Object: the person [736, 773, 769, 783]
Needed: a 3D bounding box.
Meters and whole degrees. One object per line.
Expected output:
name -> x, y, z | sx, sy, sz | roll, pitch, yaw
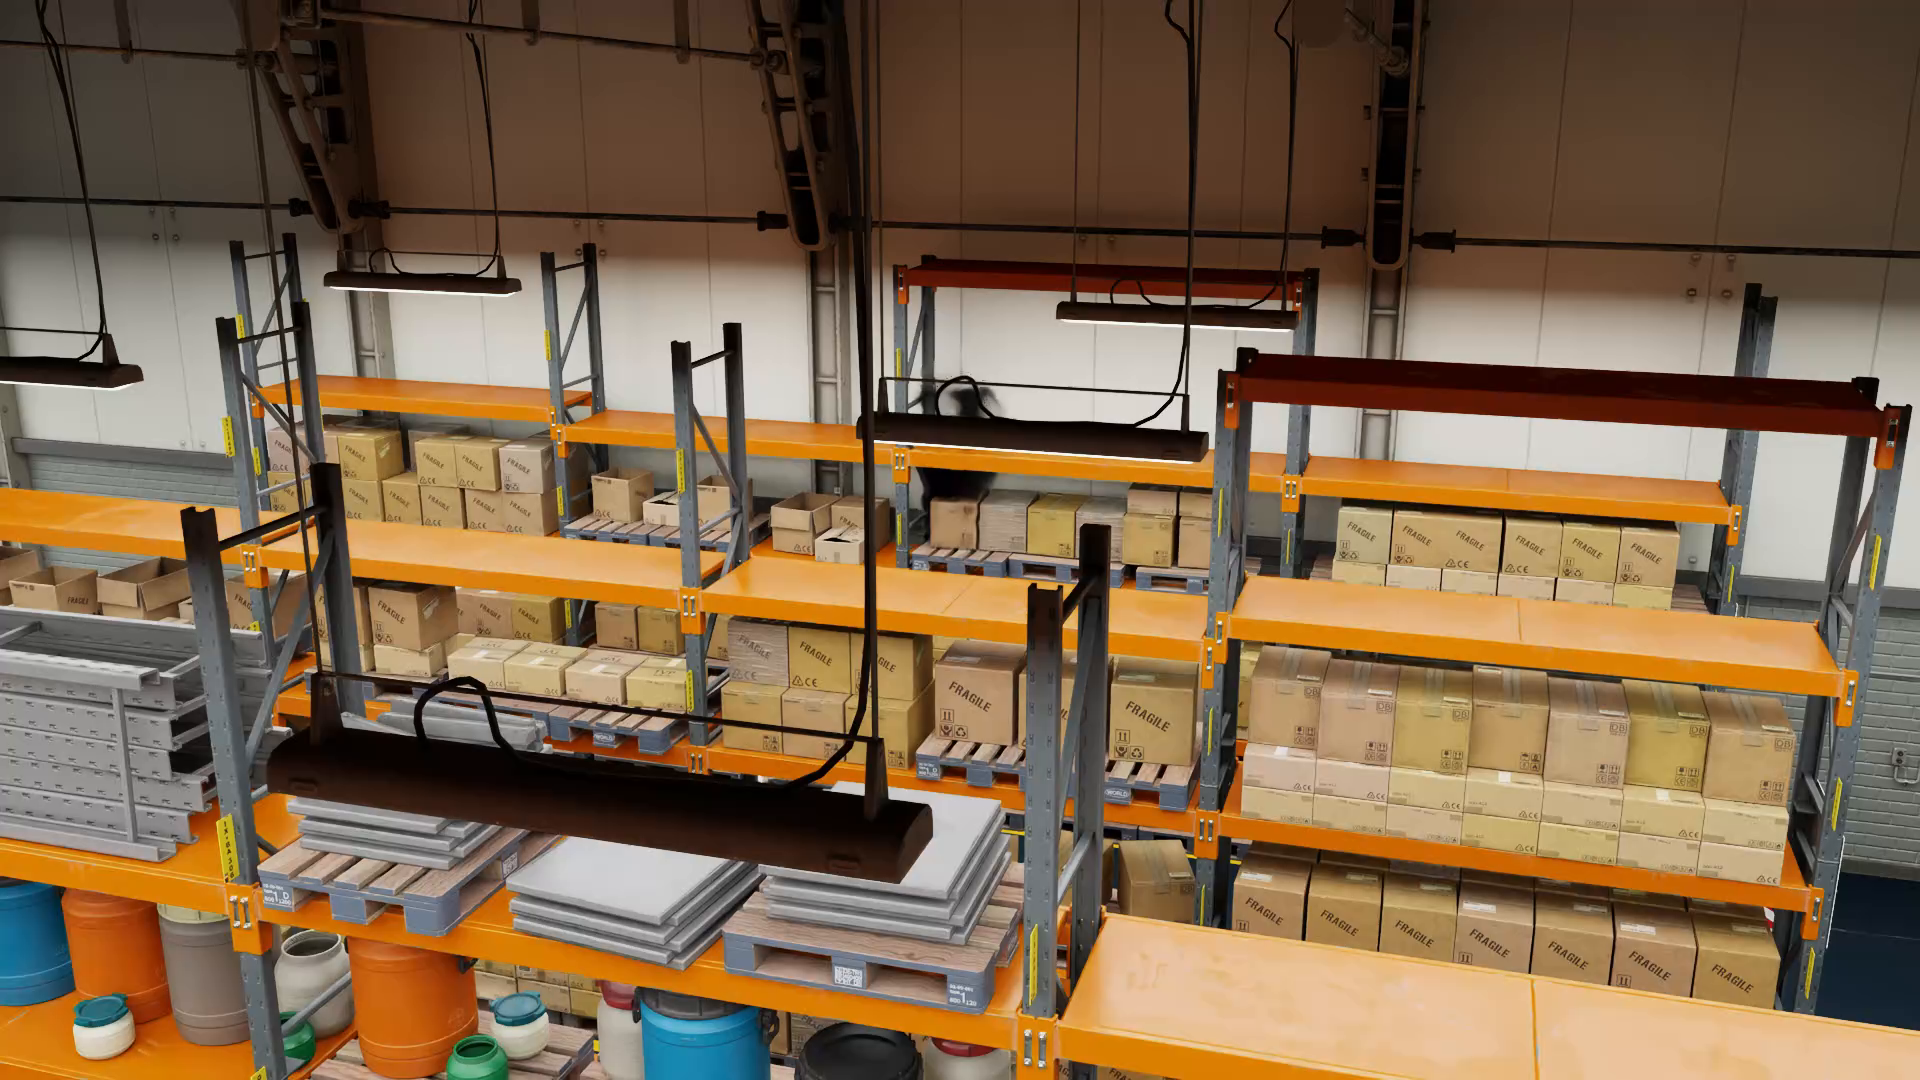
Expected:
person -> -2.091, 2.718, 16.169 | 0.601, 1.719, 0.667 | 2, 16, 6
